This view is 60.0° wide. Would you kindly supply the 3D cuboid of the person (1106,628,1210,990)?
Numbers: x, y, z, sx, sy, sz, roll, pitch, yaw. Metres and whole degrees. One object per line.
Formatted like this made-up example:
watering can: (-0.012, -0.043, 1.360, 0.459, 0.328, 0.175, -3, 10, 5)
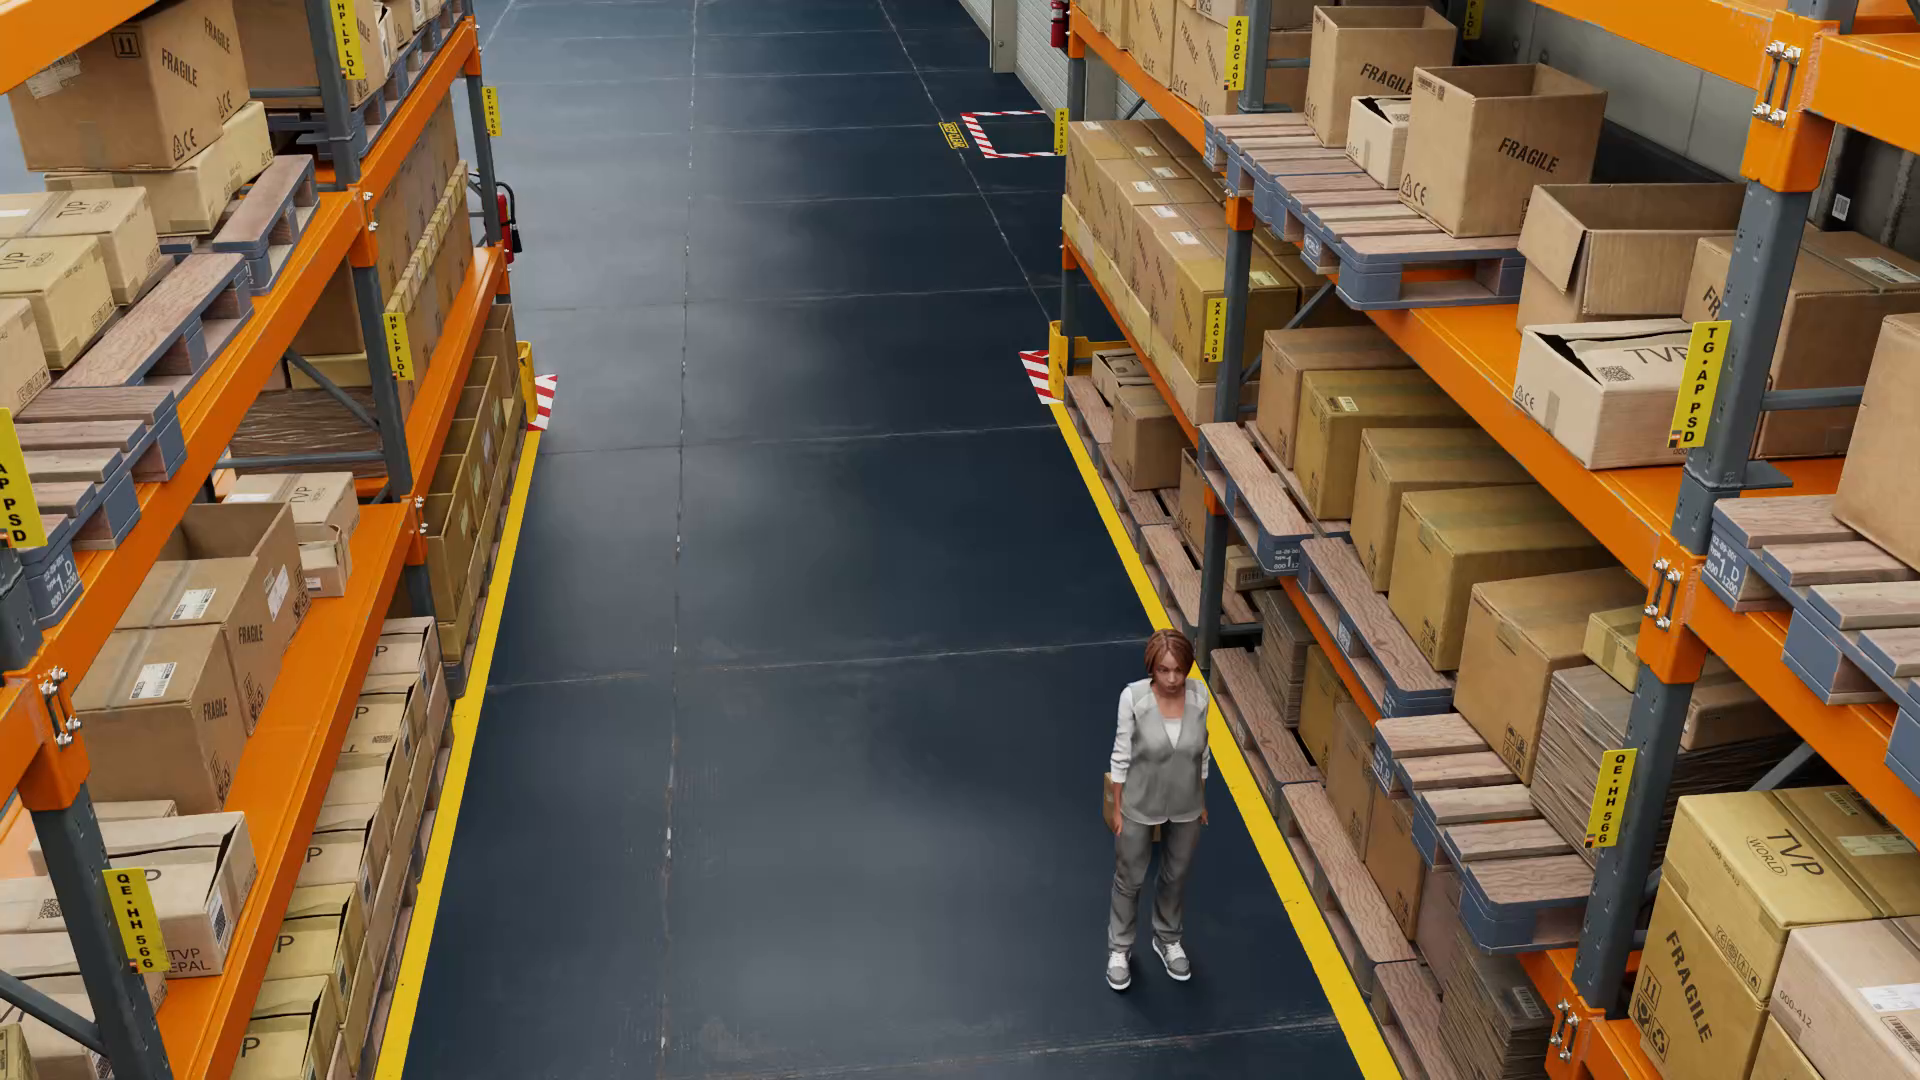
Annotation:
person: (0.791, 1.062, 6.585, 0.408, 1.604, 0.312, -4, 28, -8)
